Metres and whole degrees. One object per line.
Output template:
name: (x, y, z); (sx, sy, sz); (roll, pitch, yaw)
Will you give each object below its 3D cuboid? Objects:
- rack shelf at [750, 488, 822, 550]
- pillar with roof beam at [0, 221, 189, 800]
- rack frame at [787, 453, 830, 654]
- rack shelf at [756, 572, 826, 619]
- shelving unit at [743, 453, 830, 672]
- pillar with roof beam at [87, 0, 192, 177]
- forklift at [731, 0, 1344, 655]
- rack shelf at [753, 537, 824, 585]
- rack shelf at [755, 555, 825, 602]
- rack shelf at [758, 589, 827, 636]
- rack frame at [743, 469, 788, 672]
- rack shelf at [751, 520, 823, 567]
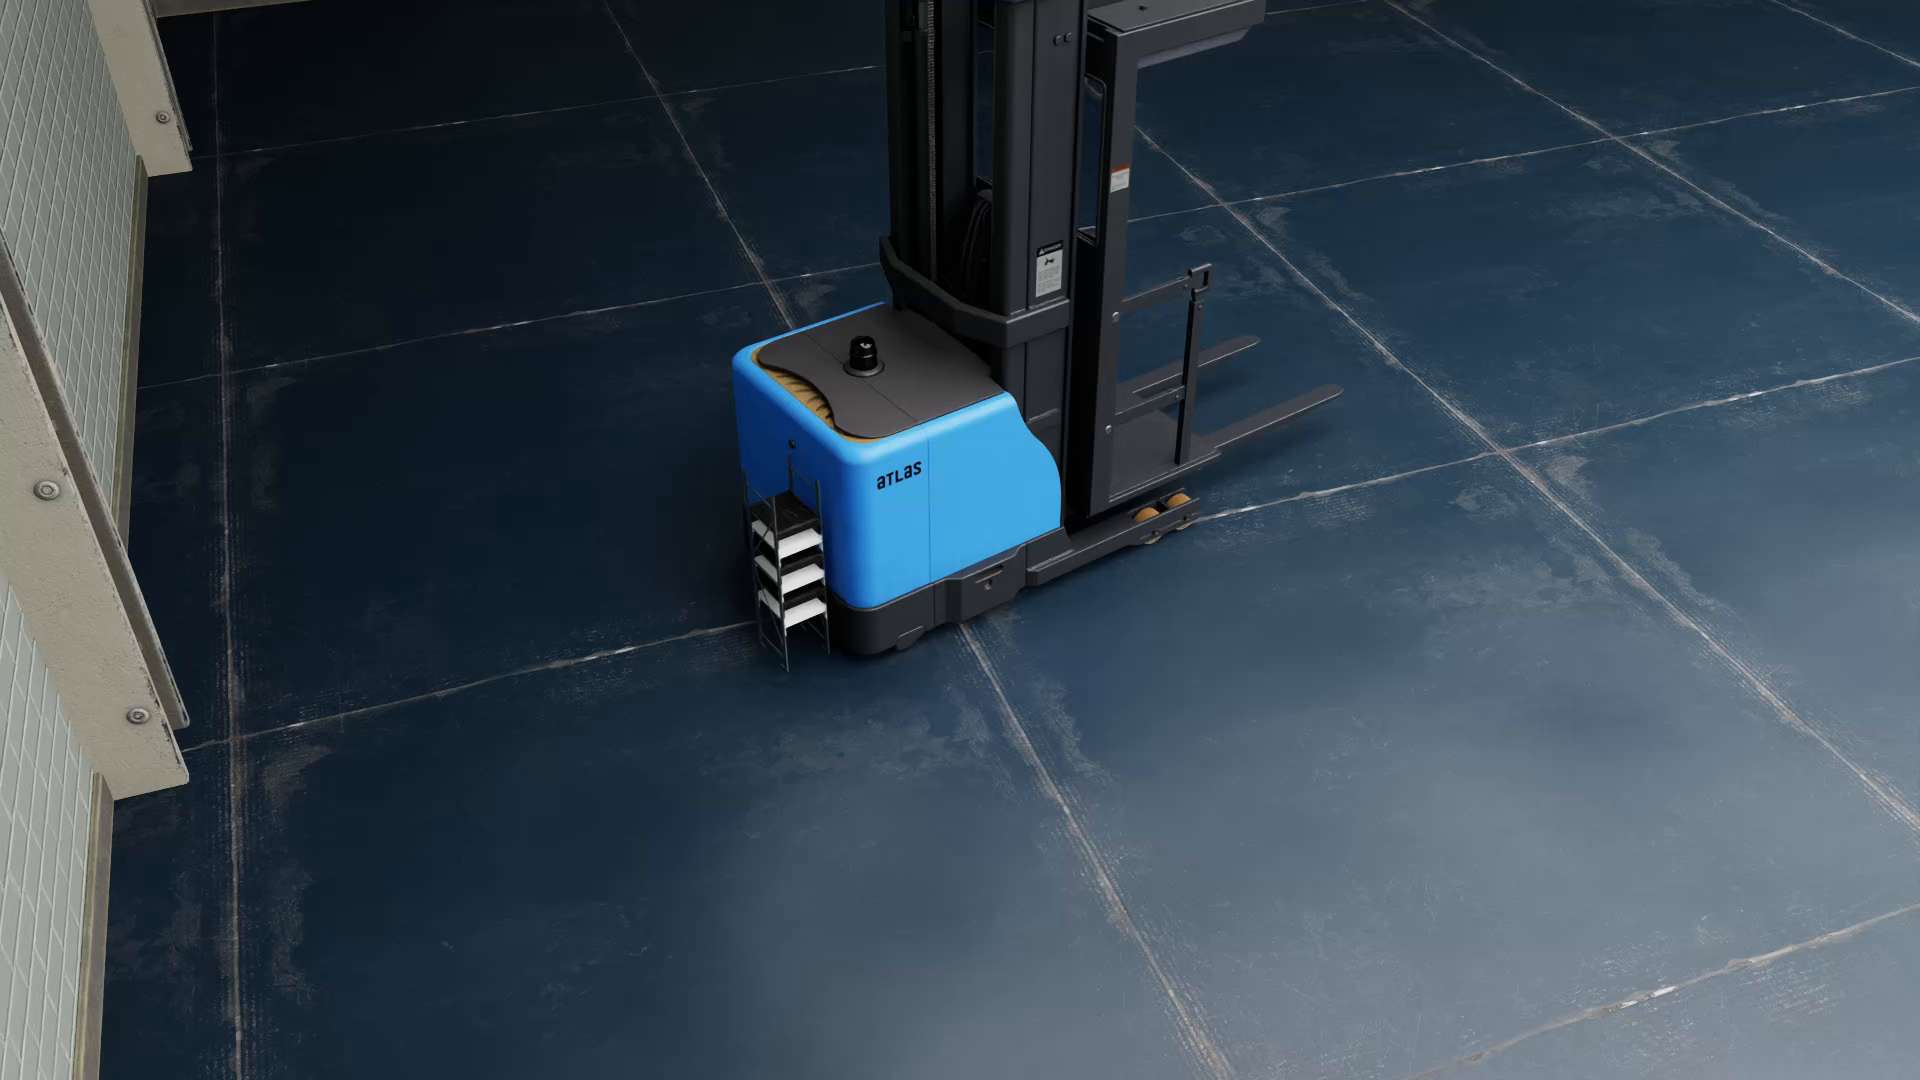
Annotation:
rack shelf: (-0.711, -0.087, 6.725); (0.200, 0.077, 0.258); (-23, 43, -27)
pillar with roof beam: (0.818, -3.618, 5.074); (9.100, 9.000, 0.400); (-12, 39, -16)
rack frame: (-0.628, 0.067, 6.913); (0.006, 0.900, 0.240); (-23, 43, -27)
rack shelf: (-0.711, 0.200, 6.941); (0.200, 0.077, 0.258); (-23, 43, -27)
shelving unit: (-0.711, 0.102, 6.867); (0.210, 0.900, 0.258); (-23, 43, -27)
pillar with roof beam: (-1.247, -7.007, 9.574); (9.100, 9.000, 0.400); (-12, 39, -16)
forklift: (0.514, -1.390, 7.159); (3.031, 2.935, 1.130); (-23, 43, -28)
rack shelf: (-0.711, 0.056, 6.833); (0.200, 0.077, 0.258); (-23, 43, -27)
rack shelf: (-0.711, 0.128, 6.887); (0.200, 0.077, 0.258); (-23, 43, -27)
rack shelf: (-0.711, 0.272, 6.995); (0.200, 0.077, 0.258); (-23, 43, -27)
rack frame: (-0.795, 0.137, 6.820); (0.006, 0.900, 0.240); (-23, 43, -27)
rack shelf: (-0.711, -0.015, 6.779); (0.200, 0.077, 0.258); (-23, 43, -27)
